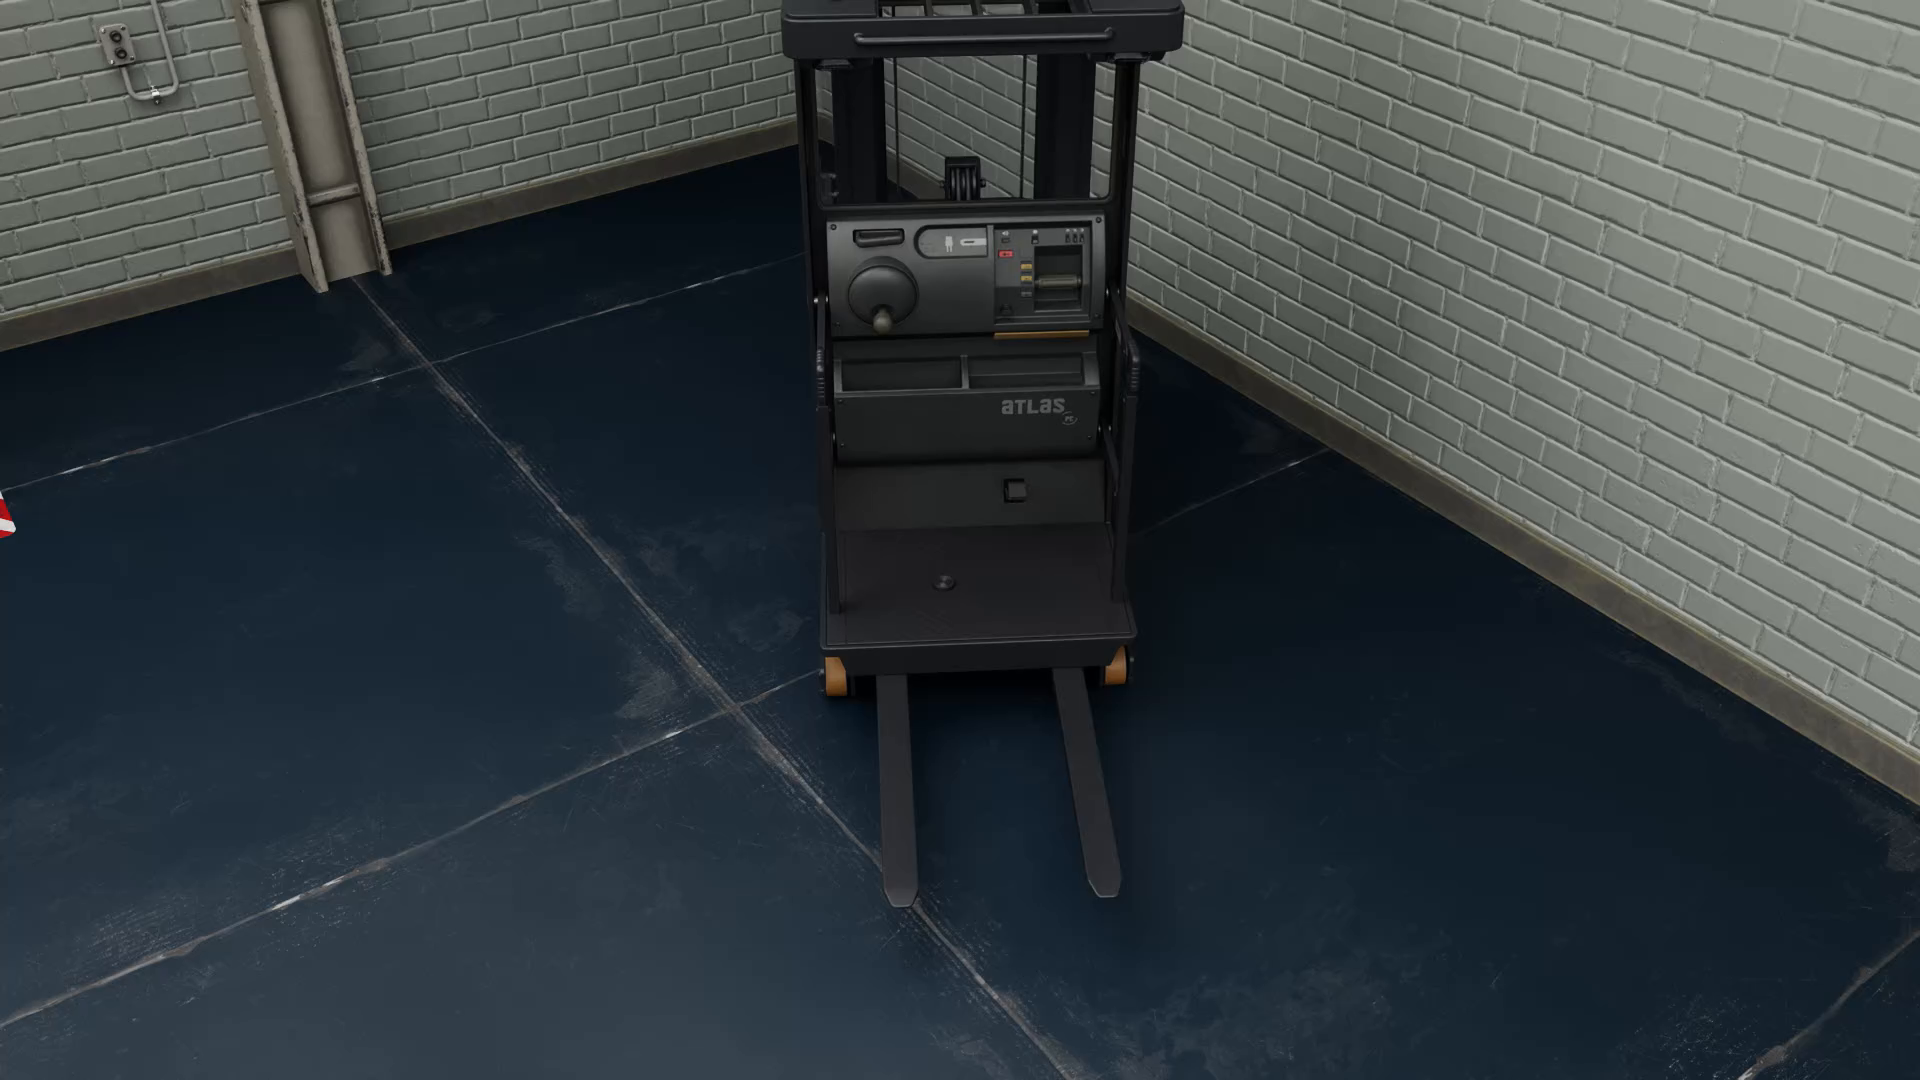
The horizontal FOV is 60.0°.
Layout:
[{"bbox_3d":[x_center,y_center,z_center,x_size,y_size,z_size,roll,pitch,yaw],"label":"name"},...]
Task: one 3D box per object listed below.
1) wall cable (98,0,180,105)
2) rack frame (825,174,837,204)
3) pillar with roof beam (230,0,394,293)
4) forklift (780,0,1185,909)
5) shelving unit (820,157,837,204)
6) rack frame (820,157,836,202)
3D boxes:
[{"bbox_3d":[-4.416,-2.595,6.919,1.851,1.984,0.084,-22,41,-28],"label":"wall cable"},{"bbox_3d":[-0.431,-1.014,7.132,0.240,1.200,0.006,-8,37,-11],"label":"rack frame"},{"bbox_3d":[-0.730,-3.002,3.217,0.400,9.000,9.100,-22,41,-28],"label":"pillar with roof beam"},{"bbox_3d":[0.039,-0.827,5.390,1.130,2.935,3.031,-2,36,-3],"label":"forklift"},{"bbox_3d":[-0.454,-1.066,7.204,0.258,1.200,0.189,-8,37,-11],"label":"shelving unit"},{"bbox_3d":[-0.476,-1.117,7.276,0.240,1.200,0.006,-8,37,-11],"label":"rack frame"}]
